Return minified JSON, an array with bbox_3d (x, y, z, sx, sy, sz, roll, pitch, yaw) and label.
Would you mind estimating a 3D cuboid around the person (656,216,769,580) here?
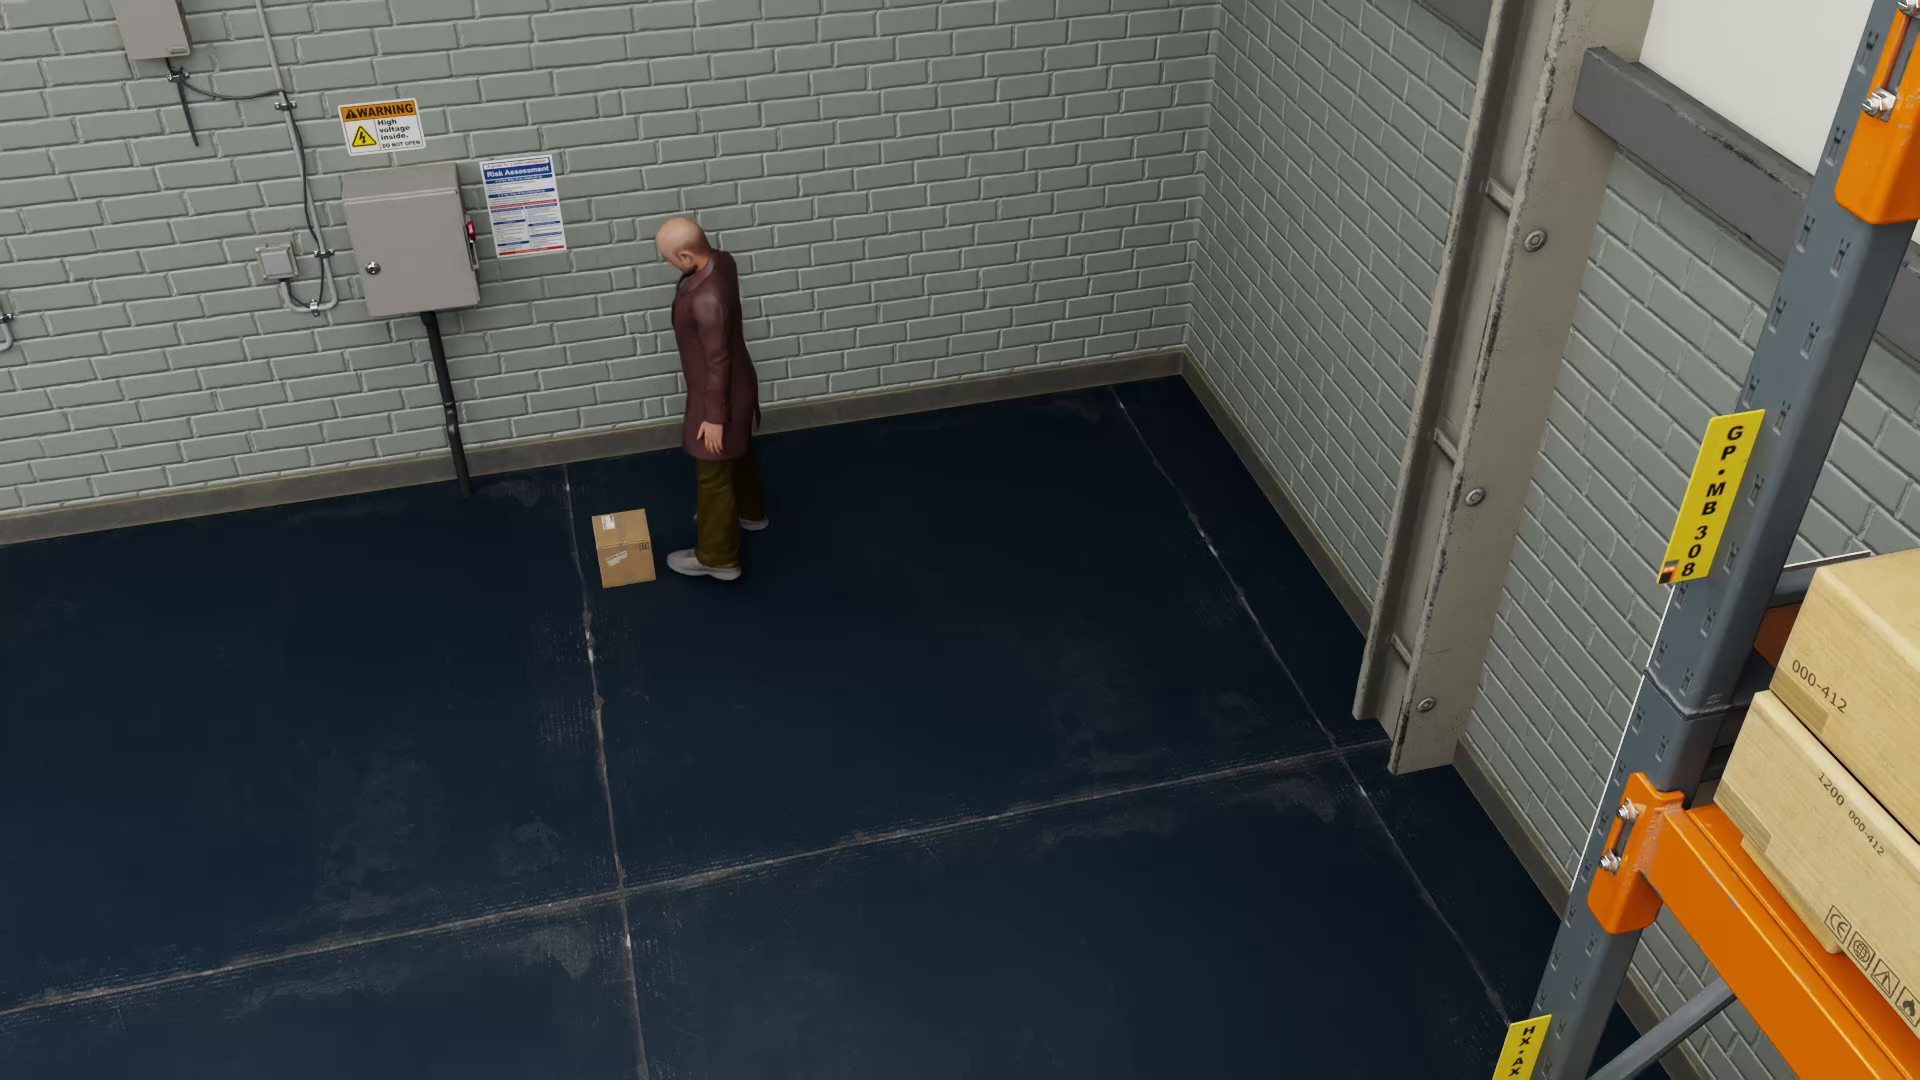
[{"bbox_3d":[-1.167,-0.653,7.558,0.486,1.761,0.629,-1,38,-2],"label":"person"}]
